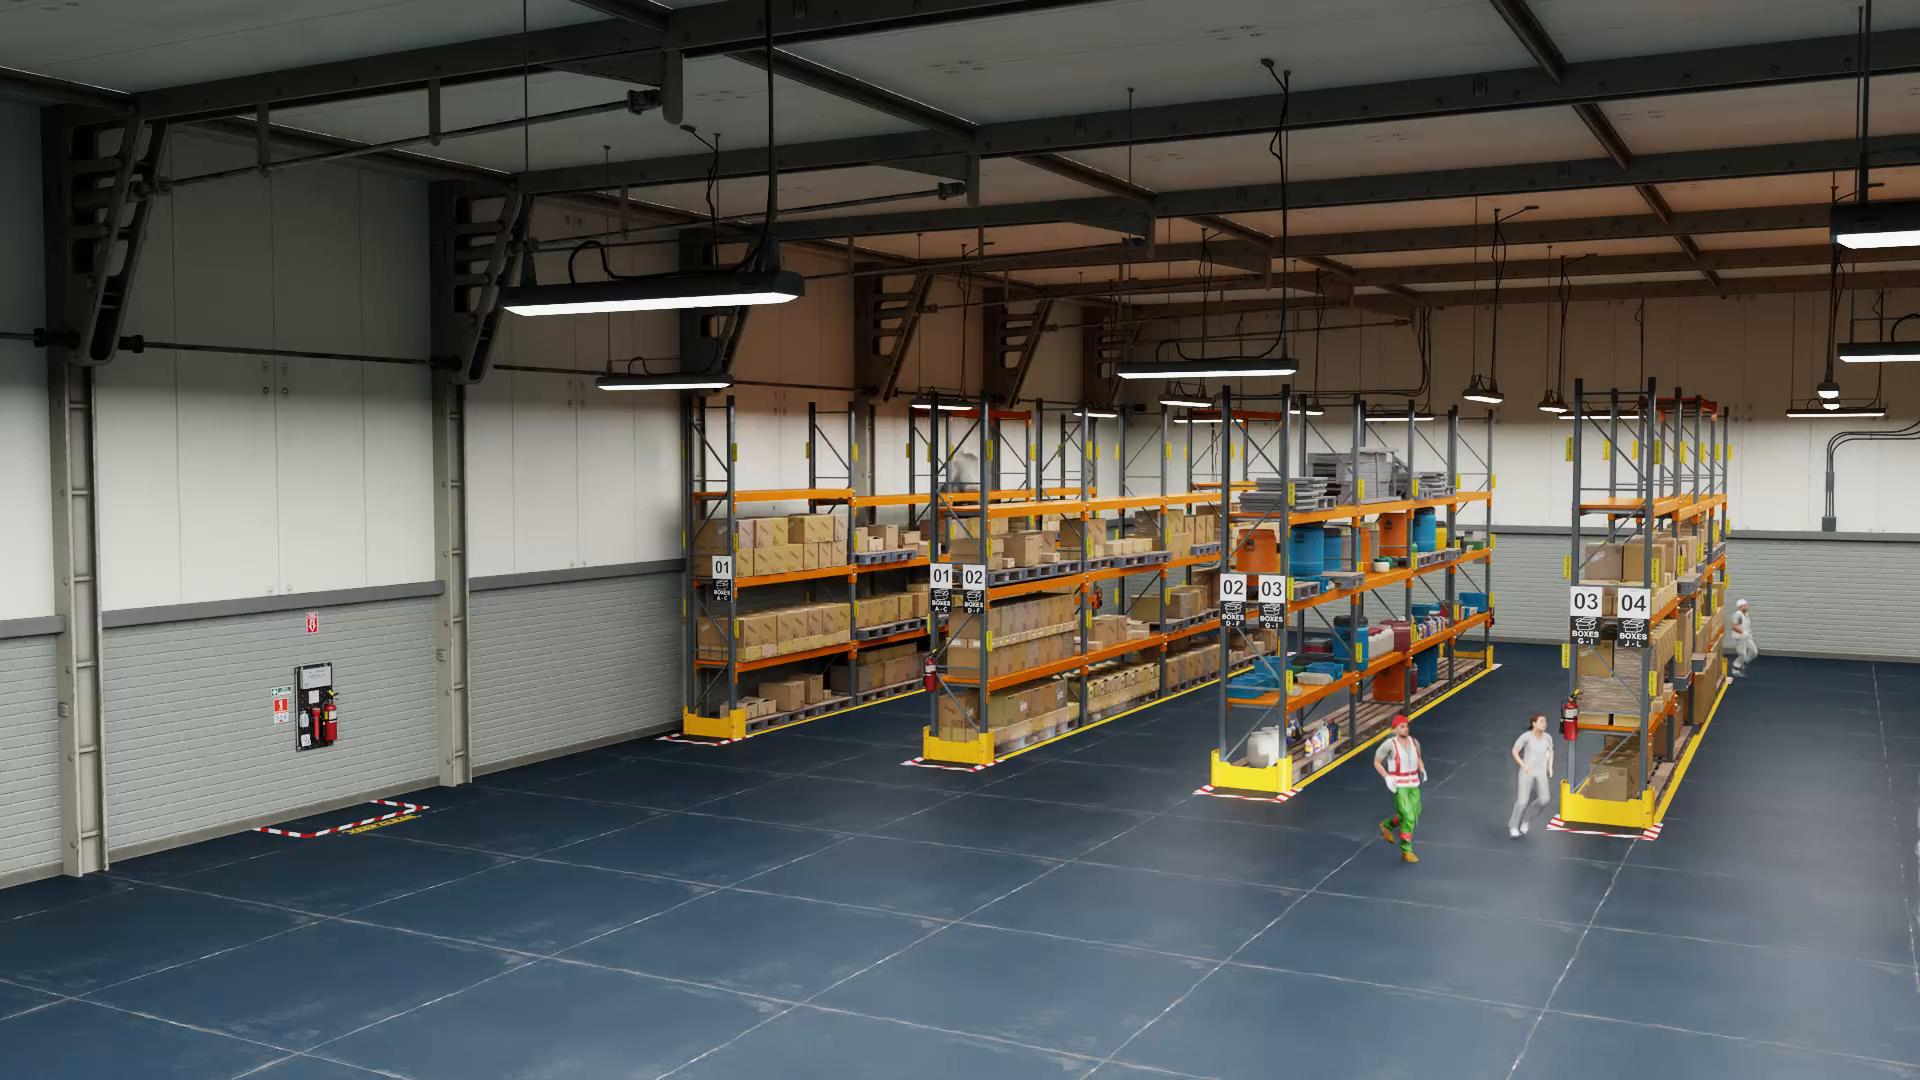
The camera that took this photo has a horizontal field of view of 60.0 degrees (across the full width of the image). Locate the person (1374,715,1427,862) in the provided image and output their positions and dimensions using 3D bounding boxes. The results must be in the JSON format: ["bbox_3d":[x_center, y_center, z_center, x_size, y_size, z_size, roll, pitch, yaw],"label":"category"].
[{"bbox_3d":[5.446,3.046,20.588,0.630,1.768,0.722,-1,3,-22],"label":"person"}]

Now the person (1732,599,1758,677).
[{"bbox_3d":[17.402,2.192,36.981,0.700,1.746,0.554,-2,4,-36],"label":"person"}]

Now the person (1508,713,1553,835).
[{"bbox_3d":[7.492,3.050,21.626,0.624,1.613,0.551,0,3,-6],"label":"person"}]
